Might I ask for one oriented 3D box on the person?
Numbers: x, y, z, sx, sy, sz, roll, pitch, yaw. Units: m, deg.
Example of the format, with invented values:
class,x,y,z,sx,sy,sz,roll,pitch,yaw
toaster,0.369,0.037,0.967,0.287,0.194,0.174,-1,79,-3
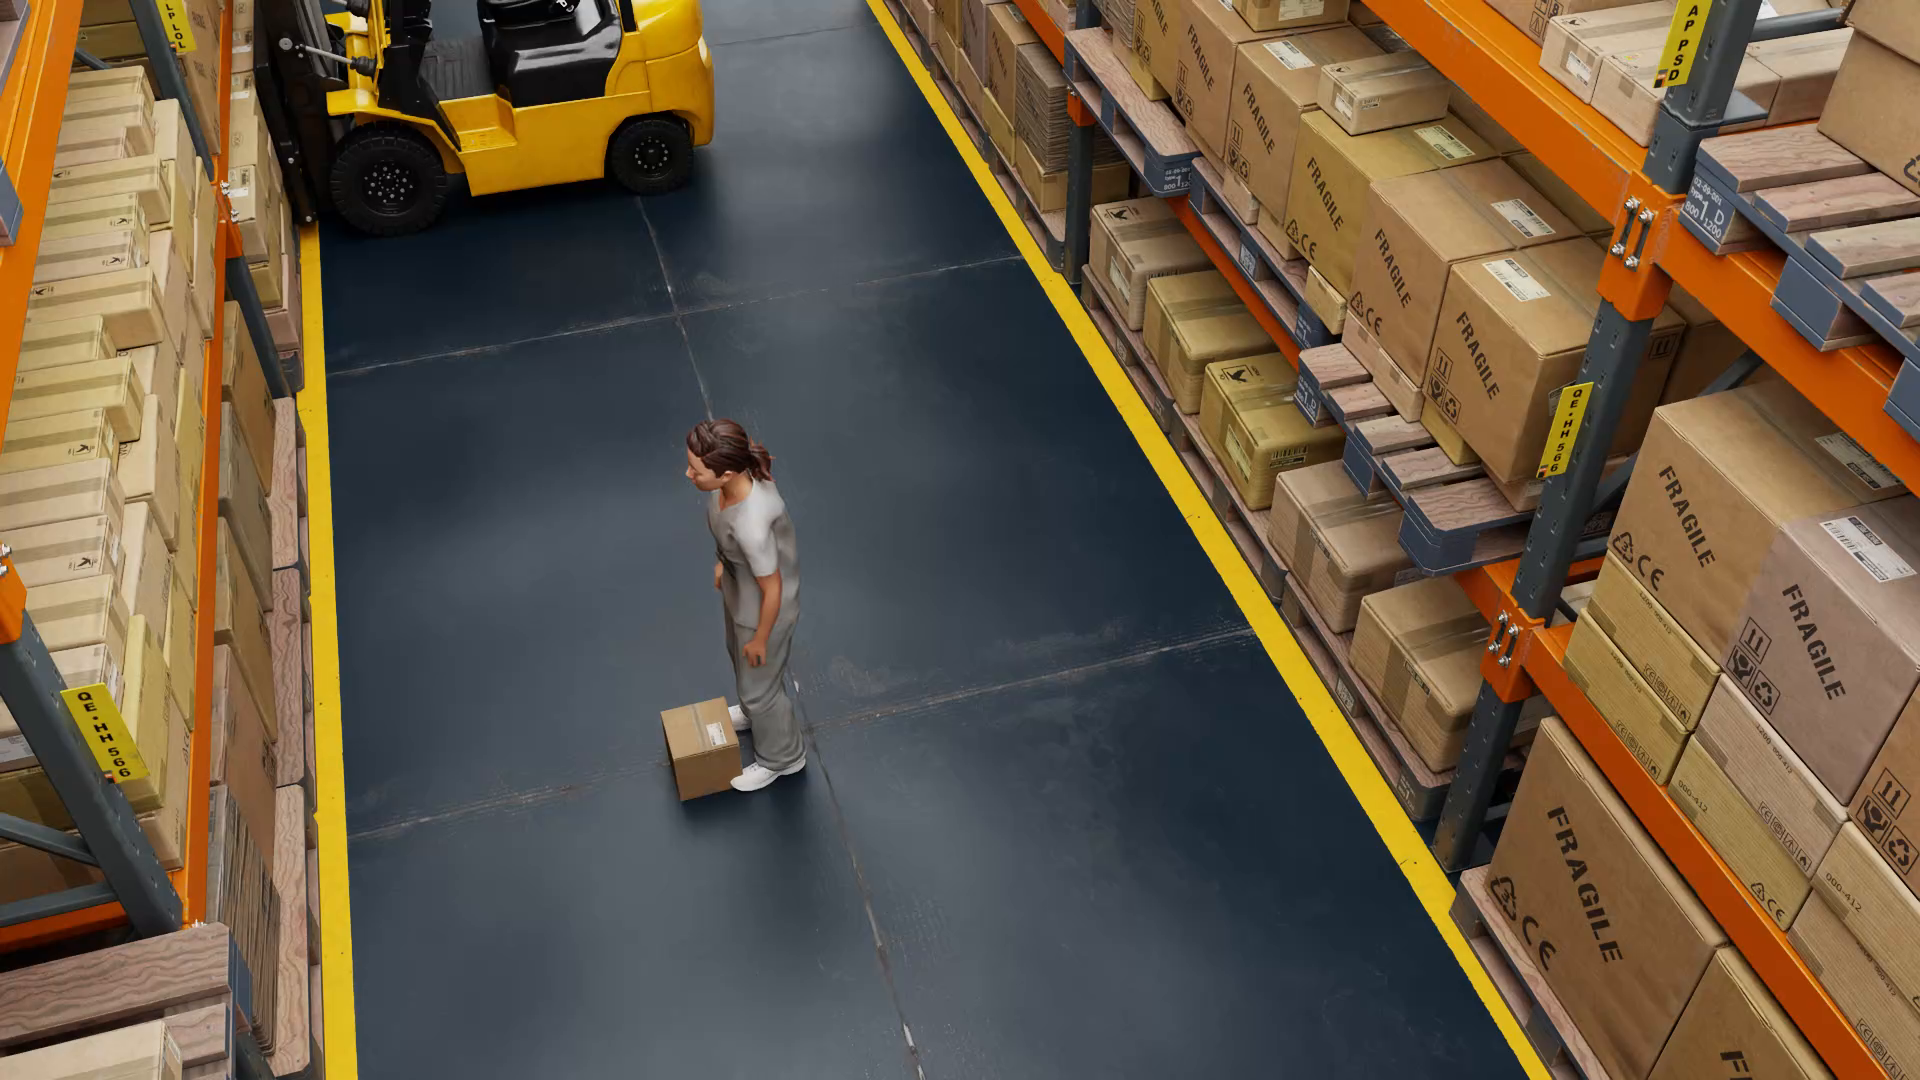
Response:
class,x,y,z,sx,sy,sz,roll,pitch,yaw
person,-0.749,0.219,5.921,0.356,1.673,0.512,-14,44,-15
